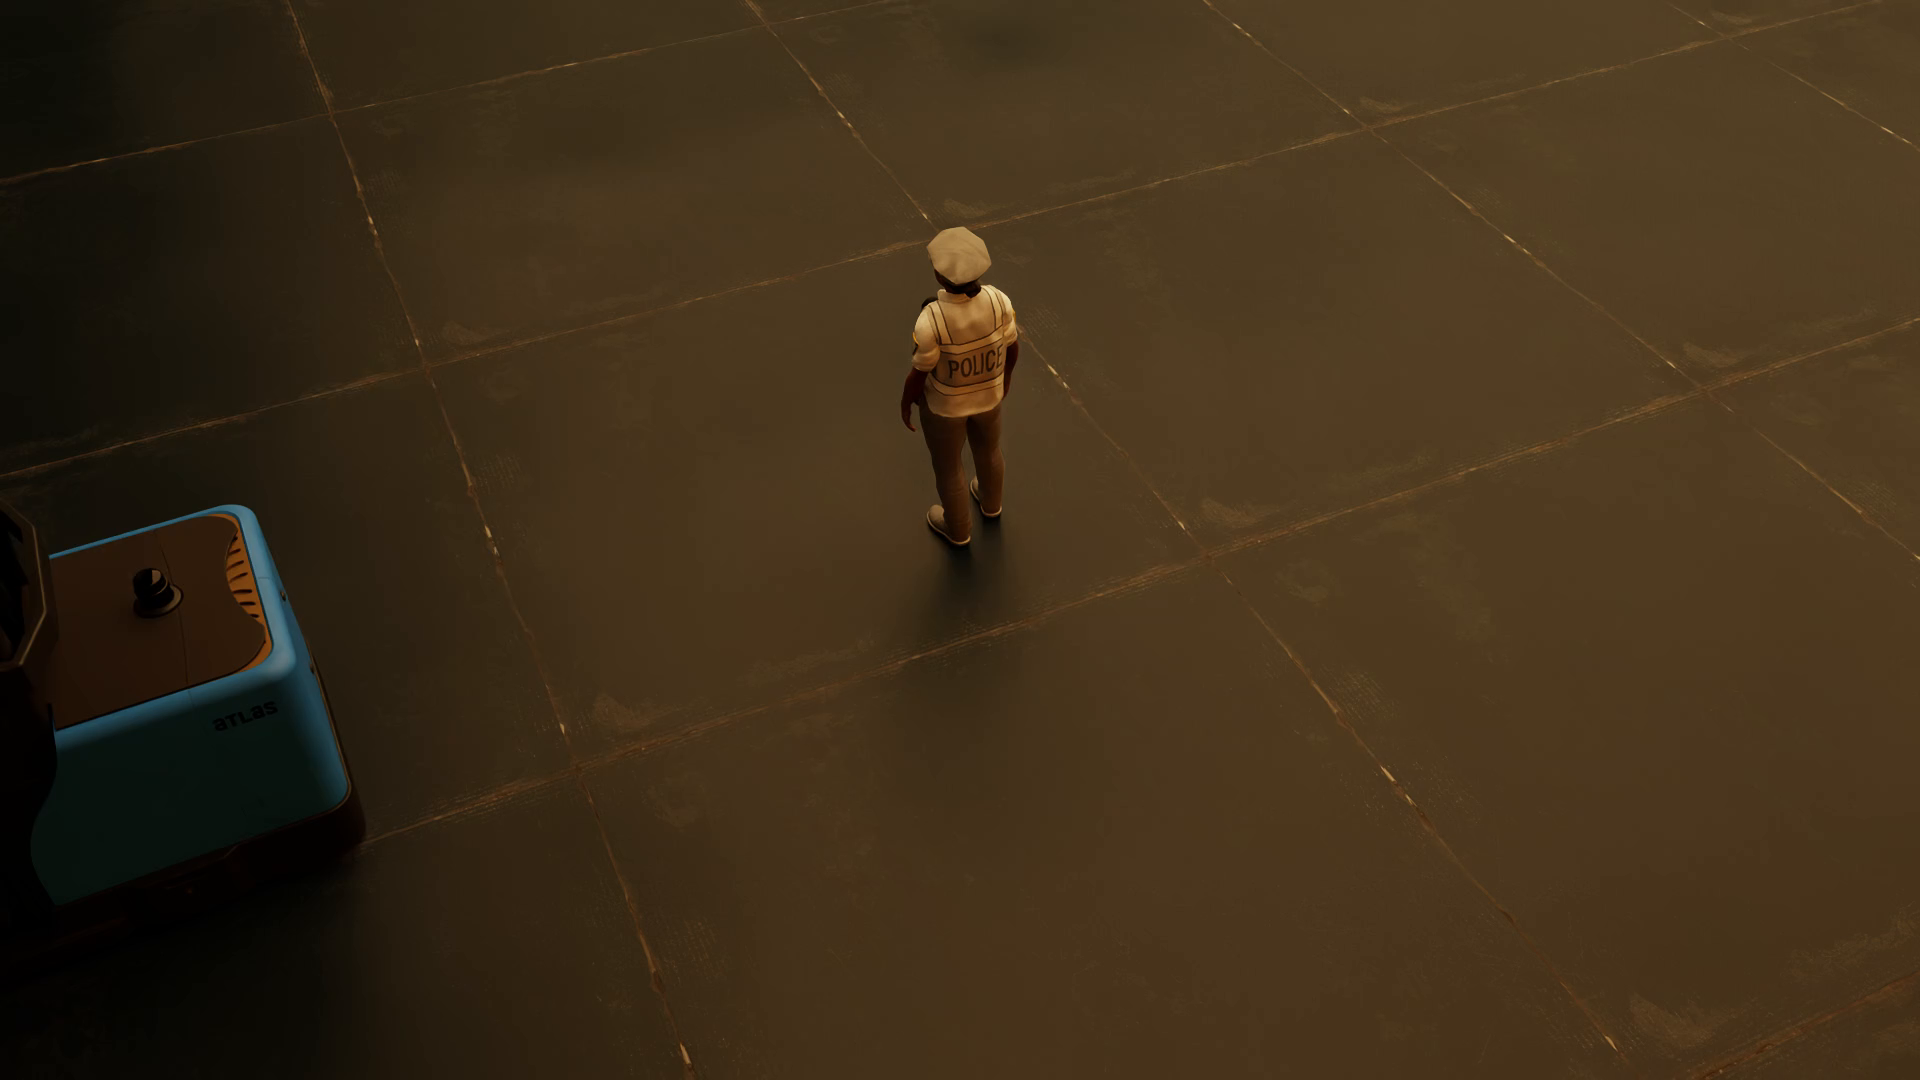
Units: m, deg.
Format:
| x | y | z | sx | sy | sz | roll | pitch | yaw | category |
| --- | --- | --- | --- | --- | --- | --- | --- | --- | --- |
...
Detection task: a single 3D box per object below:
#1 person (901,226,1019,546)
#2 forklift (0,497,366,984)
| x | y | z | sx | sy | sz | roll | pitch | yaw | category |
| --- | --- | --- | --- | --- | --- | --- | --- | --- | --- |
| -0.013 | -0.677 | 7.301 | 0.569 | 1.695 | 0.528 | -18 | 46 | -18 | person |
| -3.877 | 0.299 | 5.359 | 3.031 | 2.935 | 1.130 | -19 | 46 | -19 | forklift |
